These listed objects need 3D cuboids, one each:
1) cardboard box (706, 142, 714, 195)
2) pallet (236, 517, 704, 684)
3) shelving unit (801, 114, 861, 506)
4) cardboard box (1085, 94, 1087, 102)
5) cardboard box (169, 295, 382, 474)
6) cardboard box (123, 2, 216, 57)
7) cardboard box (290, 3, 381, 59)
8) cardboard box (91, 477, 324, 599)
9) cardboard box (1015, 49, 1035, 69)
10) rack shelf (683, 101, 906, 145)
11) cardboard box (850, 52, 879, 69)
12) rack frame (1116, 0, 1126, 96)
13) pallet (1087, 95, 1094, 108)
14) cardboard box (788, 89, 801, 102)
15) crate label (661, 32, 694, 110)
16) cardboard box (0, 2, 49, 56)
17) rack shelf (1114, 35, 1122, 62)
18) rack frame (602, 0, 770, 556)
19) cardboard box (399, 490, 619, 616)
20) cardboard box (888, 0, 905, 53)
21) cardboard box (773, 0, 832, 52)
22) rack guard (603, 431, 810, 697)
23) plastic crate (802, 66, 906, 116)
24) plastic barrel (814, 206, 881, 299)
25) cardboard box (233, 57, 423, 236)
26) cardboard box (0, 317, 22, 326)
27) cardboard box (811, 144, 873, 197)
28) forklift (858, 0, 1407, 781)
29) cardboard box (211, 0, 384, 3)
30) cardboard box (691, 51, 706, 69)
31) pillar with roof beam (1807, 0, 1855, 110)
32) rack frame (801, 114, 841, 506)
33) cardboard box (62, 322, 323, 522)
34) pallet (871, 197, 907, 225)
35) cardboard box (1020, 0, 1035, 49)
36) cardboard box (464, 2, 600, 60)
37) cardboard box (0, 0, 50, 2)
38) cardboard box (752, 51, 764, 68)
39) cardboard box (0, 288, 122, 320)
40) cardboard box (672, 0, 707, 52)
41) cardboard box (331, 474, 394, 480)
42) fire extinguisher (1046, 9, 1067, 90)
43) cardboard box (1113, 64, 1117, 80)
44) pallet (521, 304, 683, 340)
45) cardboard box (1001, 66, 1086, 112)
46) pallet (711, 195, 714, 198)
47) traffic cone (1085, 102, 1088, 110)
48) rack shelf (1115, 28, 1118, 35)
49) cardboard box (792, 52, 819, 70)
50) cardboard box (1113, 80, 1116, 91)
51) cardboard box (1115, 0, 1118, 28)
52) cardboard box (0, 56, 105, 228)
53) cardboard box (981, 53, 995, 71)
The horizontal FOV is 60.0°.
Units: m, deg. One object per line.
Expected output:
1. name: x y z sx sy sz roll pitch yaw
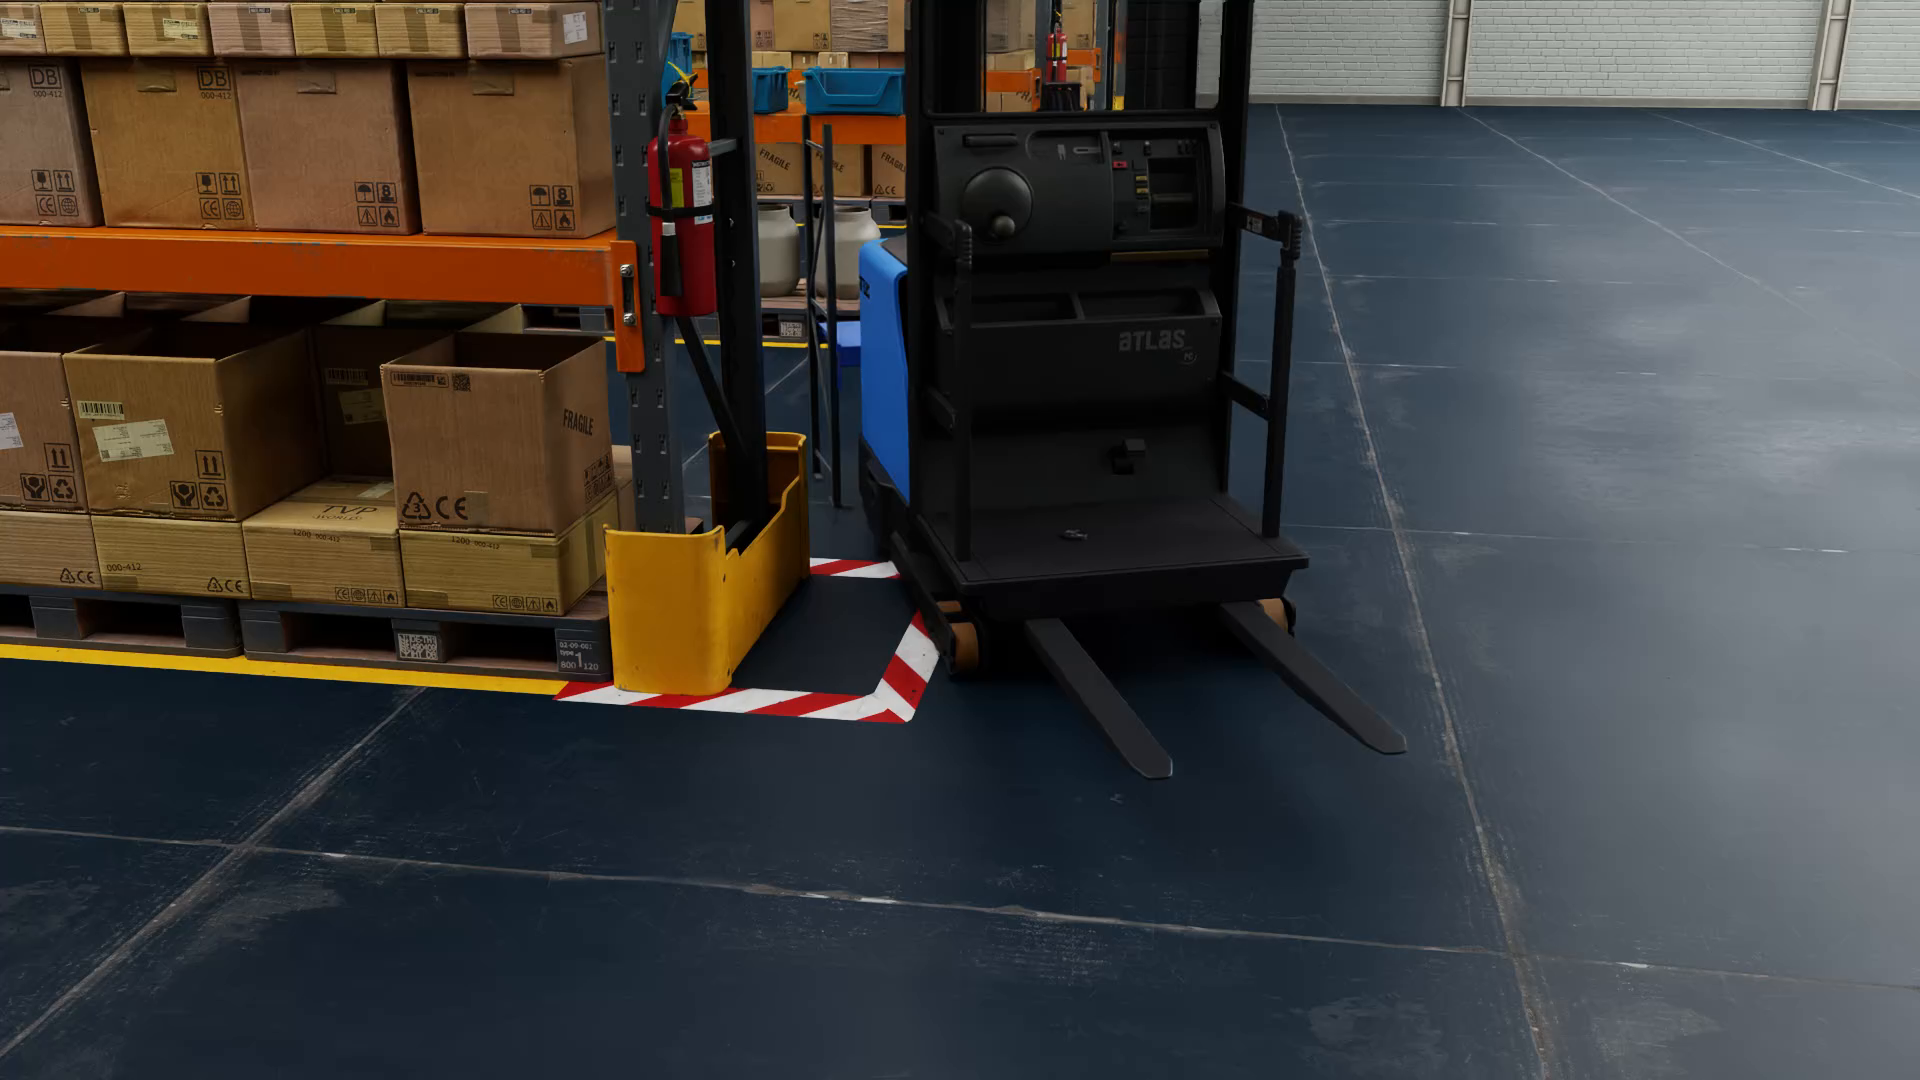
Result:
1. cardboard box: -2.231 -3.409 15.040 0.500 0.500 0.500 9 21 26
2. pallet: -1.574 0.148 5.529 1.213 0.211 1.003 3 19 9
3. shelving unit: -0.069 -0.968 6.832 1.048 1.500 0.538 -5 19 -14
4. cardboard box: 1.582 -6.380 24.314 0.500 0.250 0.500 3 19 8
5. cardboard box: -2.296 -0.542 5.687 0.500 0.500 0.500 3 19 9
6. cardboard box: -2.238 -1.516 4.926 0.250 0.149 0.380 4 19 10
7. cardboard box: -1.731 -1.489 4.847 0.250 0.149 0.380 3 19 8
8. cardboard box: -2.378 -0.025 5.322 0.500 0.250 0.500 3 19 9
9. cardboard box: 0.519 -4.222 14.591 0.250 0.149 0.380 3 19 9
10. rack shelf: -1.998 -2.460 10.063 4.000 0.370 1.077 3 19 9
11. cardboard box: -0.788 -4.141 14.348 0.250 0.149 0.380 3 19 9
12. rack frame: 2.335 -7.357 23.564 0.127 3.000 1.000 3 19 9
13. pallet: 2.356 -7.616 28.731 1.213 0.211 1.003 3 19 9
14. cardboard box: -1.690 -5.141 19.626 0.875 0.875 0.875 3 19 9
15. crate label: -1.883 -2.726 9.666 0.616 0.435 0.502 3 19 9
16. cardboard box: -2.752 -1.541 5.002 0.250 0.149 0.380 3 19 8
17. rack shelf: 0.360 -7.117 23.979 4.000 0.370 1.077 3 19 9
18. rack frame: -0.812 -1.149 5.011 0.127 3.000 1.000 3 19 9
19. cardboard box: -1.389 0.021 5.184 0.500 0.250 0.500 3 19 9
20. cardboard box: -0.289 -4.465 14.294 0.500 0.500 0.875 3 19 9
21. cardboard box: -1.267 -4.532 14.495 0.500 0.500 0.875 3 19 9
22. rack guard: -0.789 0.037 5.404 0.348 0.500 1.175 3 19 9
23. plastic crate: -0.565 -2.562 9.467 0.616 0.251 0.499 3 19 9
24. plastic barrel: -0.685 -1.729 10.003 0.421 0.512 0.421 0 18 0
25. cardboard box: -1.791 -1.249 5.151 0.500 0.500 0.700 3 19 10
26. cardboard box: -3.366 -0.430 5.350 0.500 0.500 0.500 3 19 9
27. cardboard box: -1.062 -3.360 14.895 0.500 0.500 0.500 5 19 14
28. forklift: 0.429 -1.108 4.995 1.130 2.935 3.031 -4 19 -12
29. cardboard box: -1.844 -1.867 4.953 0.500 0.500 0.700 2 19 7
30. cardboard box: -2.278 -4.200 14.523 0.250 0.149 0.380 3 19 9
31. pillar with roof beam: 13.739 -10.122 22.373 0.400 9.000 9.100 3 19 9
32. rack frame: -0.560 -0.926 6.707 0.032 1.500 0.500 -5 19 -14
33. cardboard box: -2.379 -0.380 5.200 0.500 0.500 0.500 3 19 9
34. pallet: -0.109 -2.986 14.895 1.213 0.211 1.003 3 19 9
35. cardboard box: 0.729 -5.898 18.966 0.550 0.550 0.875 3 19 9
36. cardboard box: -1.220 -1.464 4.771 0.250 0.149 0.380 3 19 8
37. cardboard box: -2.836 -1.917 5.103 0.500 0.500 0.700 3 19 9
38. cardboard box: -1.784 -4.175 14.448 0.250 0.149 0.380 3 19 9
39. cardboard box: -3.283 -0.594 5.840 0.500 0.500 0.500 3 19 9
40. cardboard box: -2.264 -4.564 14.590 0.500 0.500 0.875 3 19 9
41. cardboard box: -1.801 -0.165 5.741 0.500 0.250 0.500 3 19 9
42. fire extinguisher: 0.803 -4.066 13.849 0.183 0.674 0.296 3 19 9
43. cardboard box: 2.588 -7.971 28.283 0.500 0.250 0.500 3 19 8
44. pallet: -2.108 -1.472 10.371 1.213 0.211 1.003 3 19 9
45. cardboard box: 0.969 -5.006 19.225 0.875 0.875 0.875 3 19 9
46. pallet: -2.518 -3.109 15.262 1.213 0.211 1.003 3 19 9
47. traffic cone: 1.705 -5.772 22.824 0.334 0.463 0.336 3 19 9
48. rack shelf: 1.143 -8.672 28.627 4.000 0.370 1.077 3 19 9
49. cardboard box: -1.285 -4.160 14.405 0.250 0.149 0.380 3 19 9
50. cardboard box: 2.604 -7.732 28.357 0.500 0.250 0.500 3 19 9
51. cardboard box: 2.591 -8.902 28.025 0.500 0.500 0.500 3 19 7
52. cardboard box: -2.800 -1.301 5.307 0.500 0.500 0.700 3 19 10
53. cardboard box: 0.202 -4.096 14.213 0.250 0.149 0.380 3 19 9
